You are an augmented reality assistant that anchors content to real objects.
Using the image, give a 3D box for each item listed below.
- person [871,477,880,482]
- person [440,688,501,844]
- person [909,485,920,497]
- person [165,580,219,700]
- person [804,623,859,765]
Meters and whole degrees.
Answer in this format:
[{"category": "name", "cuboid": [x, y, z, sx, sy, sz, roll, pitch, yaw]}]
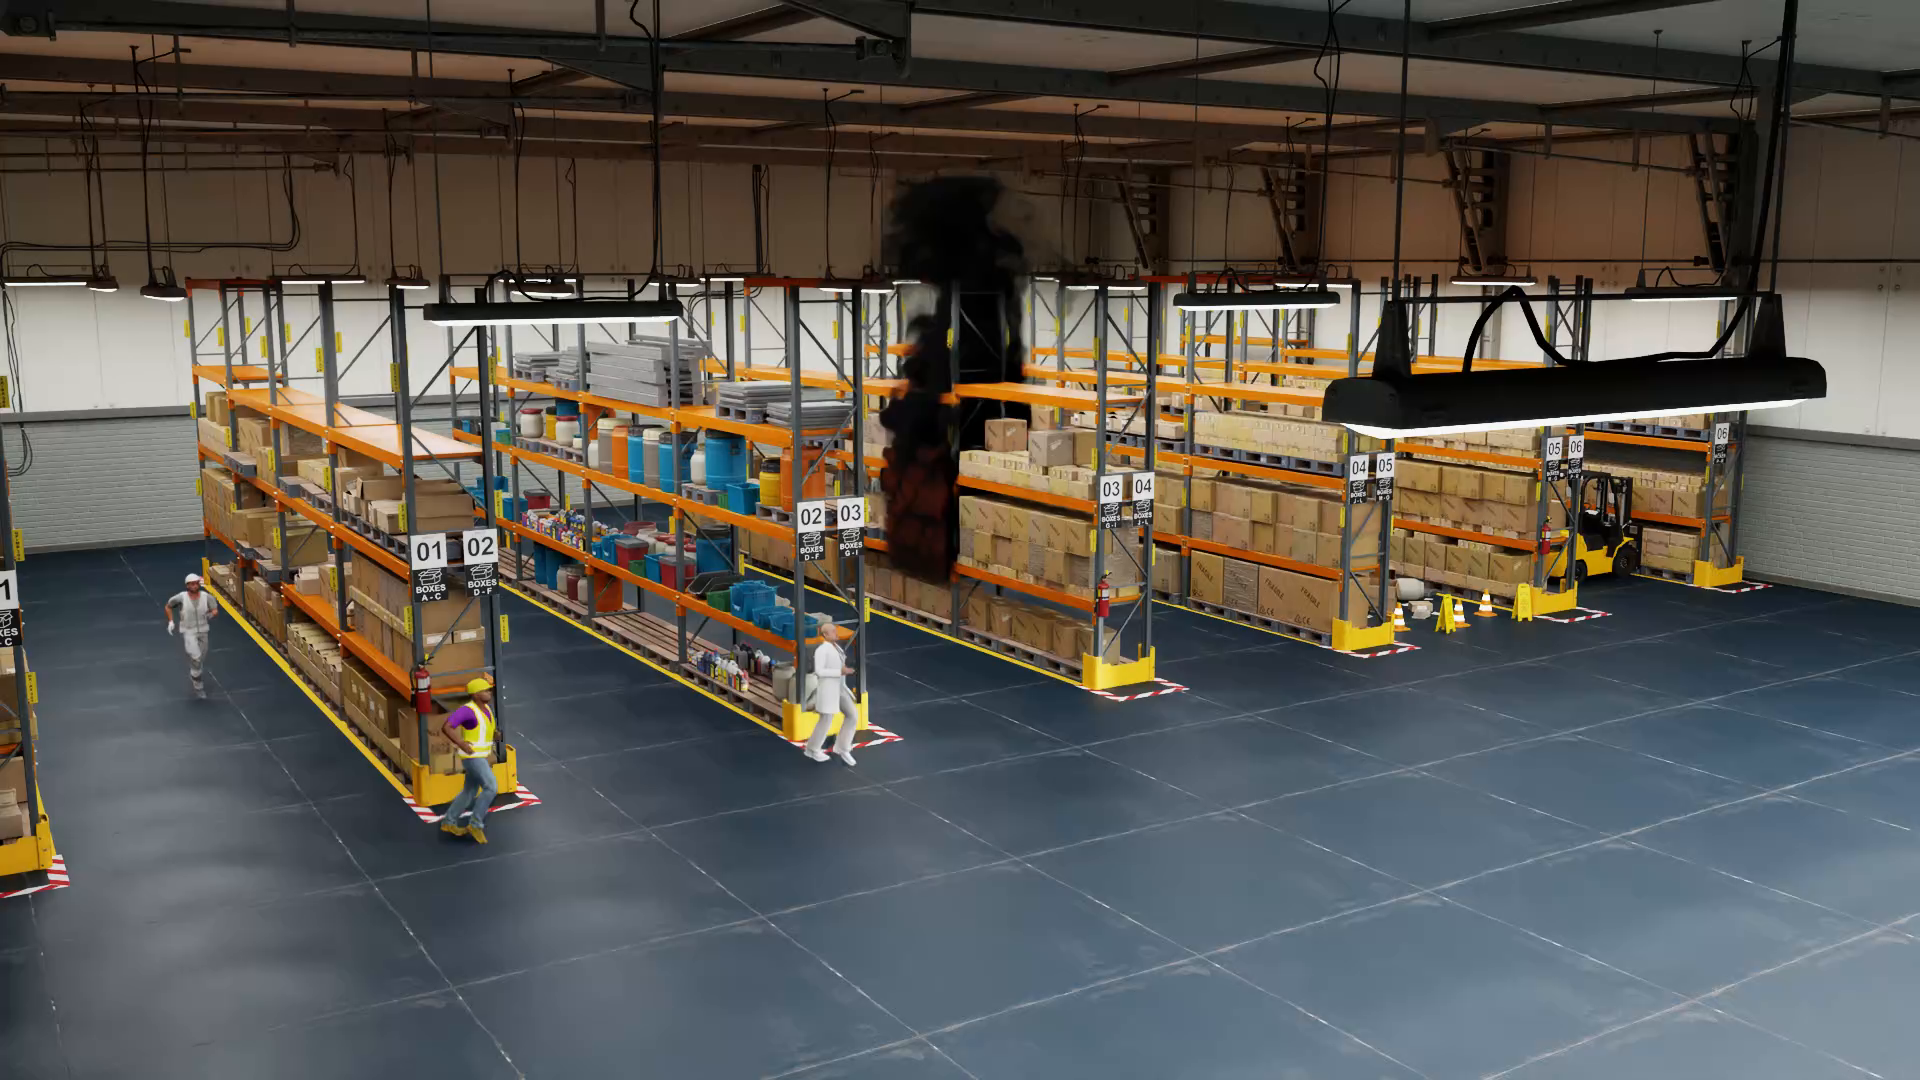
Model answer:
[{"category": "person", "cuboid": [-2.081, -1.478, 41.817, 0.711, 1.639, 0.567, -7, 12, -37]}, {"category": "person", "cuboid": [-5.414, 2.450, 18.446, 0.670, 1.765, 0.684, 0, 10, 0]}, {"category": "person", "cuboid": [-1.144, -1.482, 41.912, 0.502, 1.641, 0.654, 3, 10, 20]}, {"category": "person", "cuboid": [-11.188, 1.416, 24.327, 0.876, 1.796, 0.643, 9, 13, 44]}, {"category": "person", "cuboid": [-1.619, 1.995, 21.042, 0.726, 1.749, 0.709, 4, 10, 24]}]
